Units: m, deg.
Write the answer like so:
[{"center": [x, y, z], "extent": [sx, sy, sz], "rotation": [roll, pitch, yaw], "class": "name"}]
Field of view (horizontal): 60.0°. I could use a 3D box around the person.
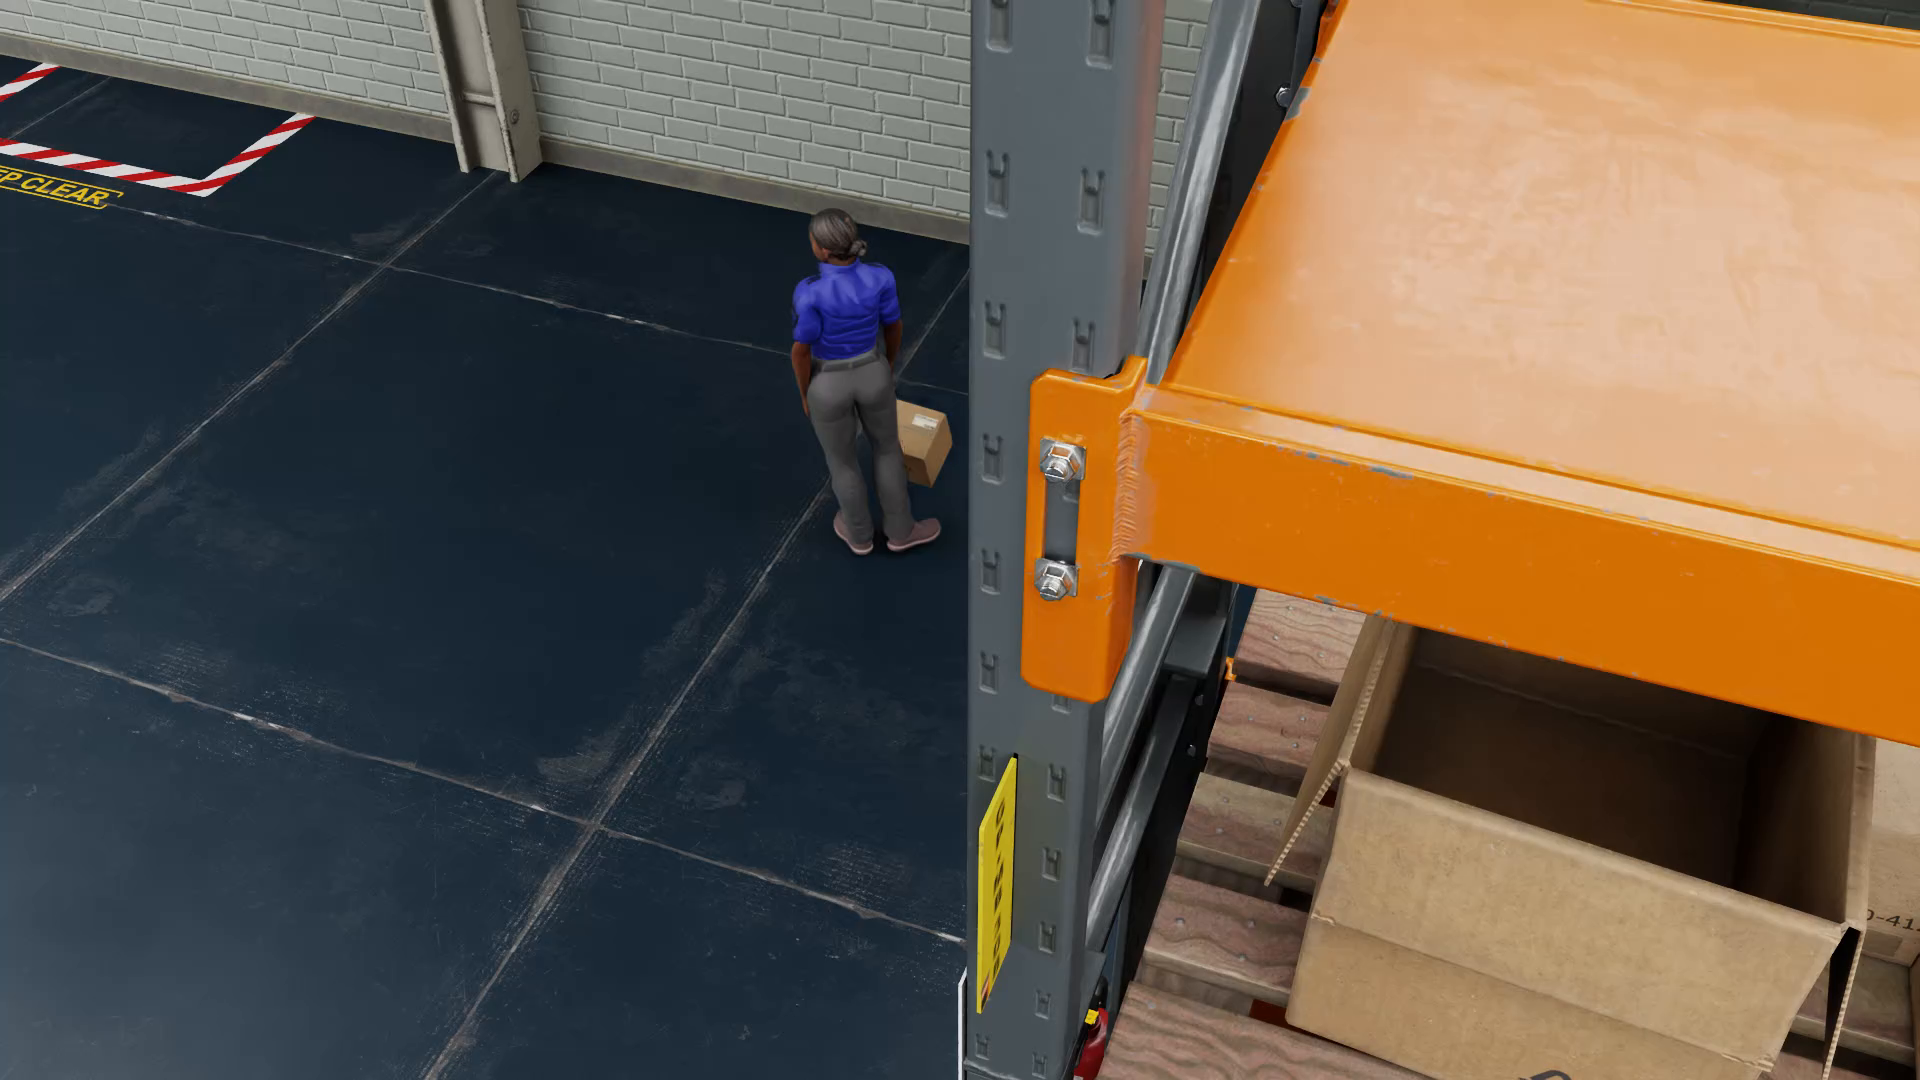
[{"center": [-0.455, -0.657, 6.822], "extent": [0.481, 1.589, 0.391], "rotation": [-14, 44, -15], "class": "person"}]
